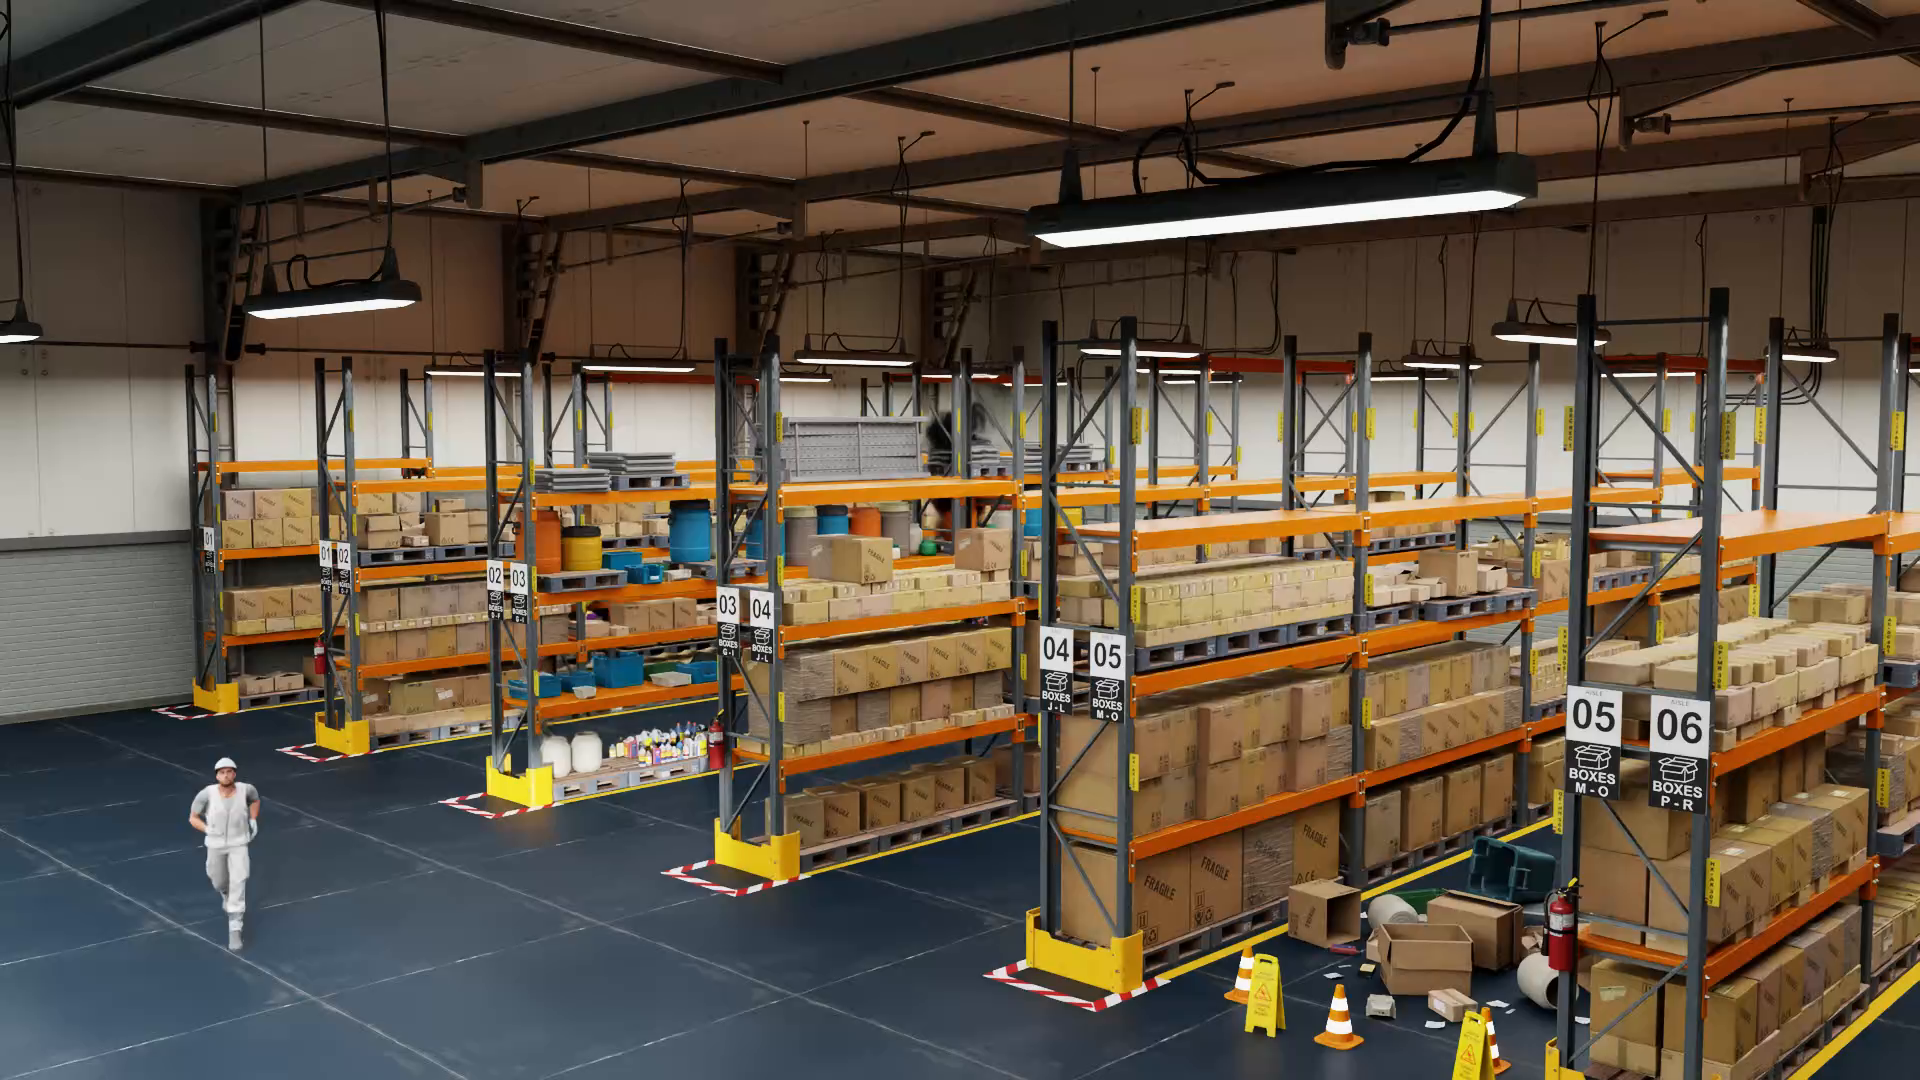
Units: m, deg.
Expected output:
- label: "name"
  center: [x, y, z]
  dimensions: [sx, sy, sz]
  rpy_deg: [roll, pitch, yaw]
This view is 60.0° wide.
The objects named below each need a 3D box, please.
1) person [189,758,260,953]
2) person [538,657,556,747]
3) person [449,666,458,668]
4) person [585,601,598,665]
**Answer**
- label: "person"
  center: [-7.235, 3.024, 16.375]
  dimensions: [0.622, 1.796, 1.155]
  rpy_deg: [-1, 5, -19]
- label: "person"
  center: [-6.130, 2.507, 24.399]
  dimensions: [0.521, 1.597, 0.717]
  rpy_deg: [4, 6, 39]
- label: "person"
  center: [-8.688, 2.106, 28.701]
  dimensions: [0.569, 1.667, 0.957]
  rpy_deg: [3, 5, 37]
- label: "person"
  center: [-6.934, 1.930, 31.082]
  dimensions: [0.654, 1.736, 0.712]
  rpy_deg: [-4, 6, -44]
